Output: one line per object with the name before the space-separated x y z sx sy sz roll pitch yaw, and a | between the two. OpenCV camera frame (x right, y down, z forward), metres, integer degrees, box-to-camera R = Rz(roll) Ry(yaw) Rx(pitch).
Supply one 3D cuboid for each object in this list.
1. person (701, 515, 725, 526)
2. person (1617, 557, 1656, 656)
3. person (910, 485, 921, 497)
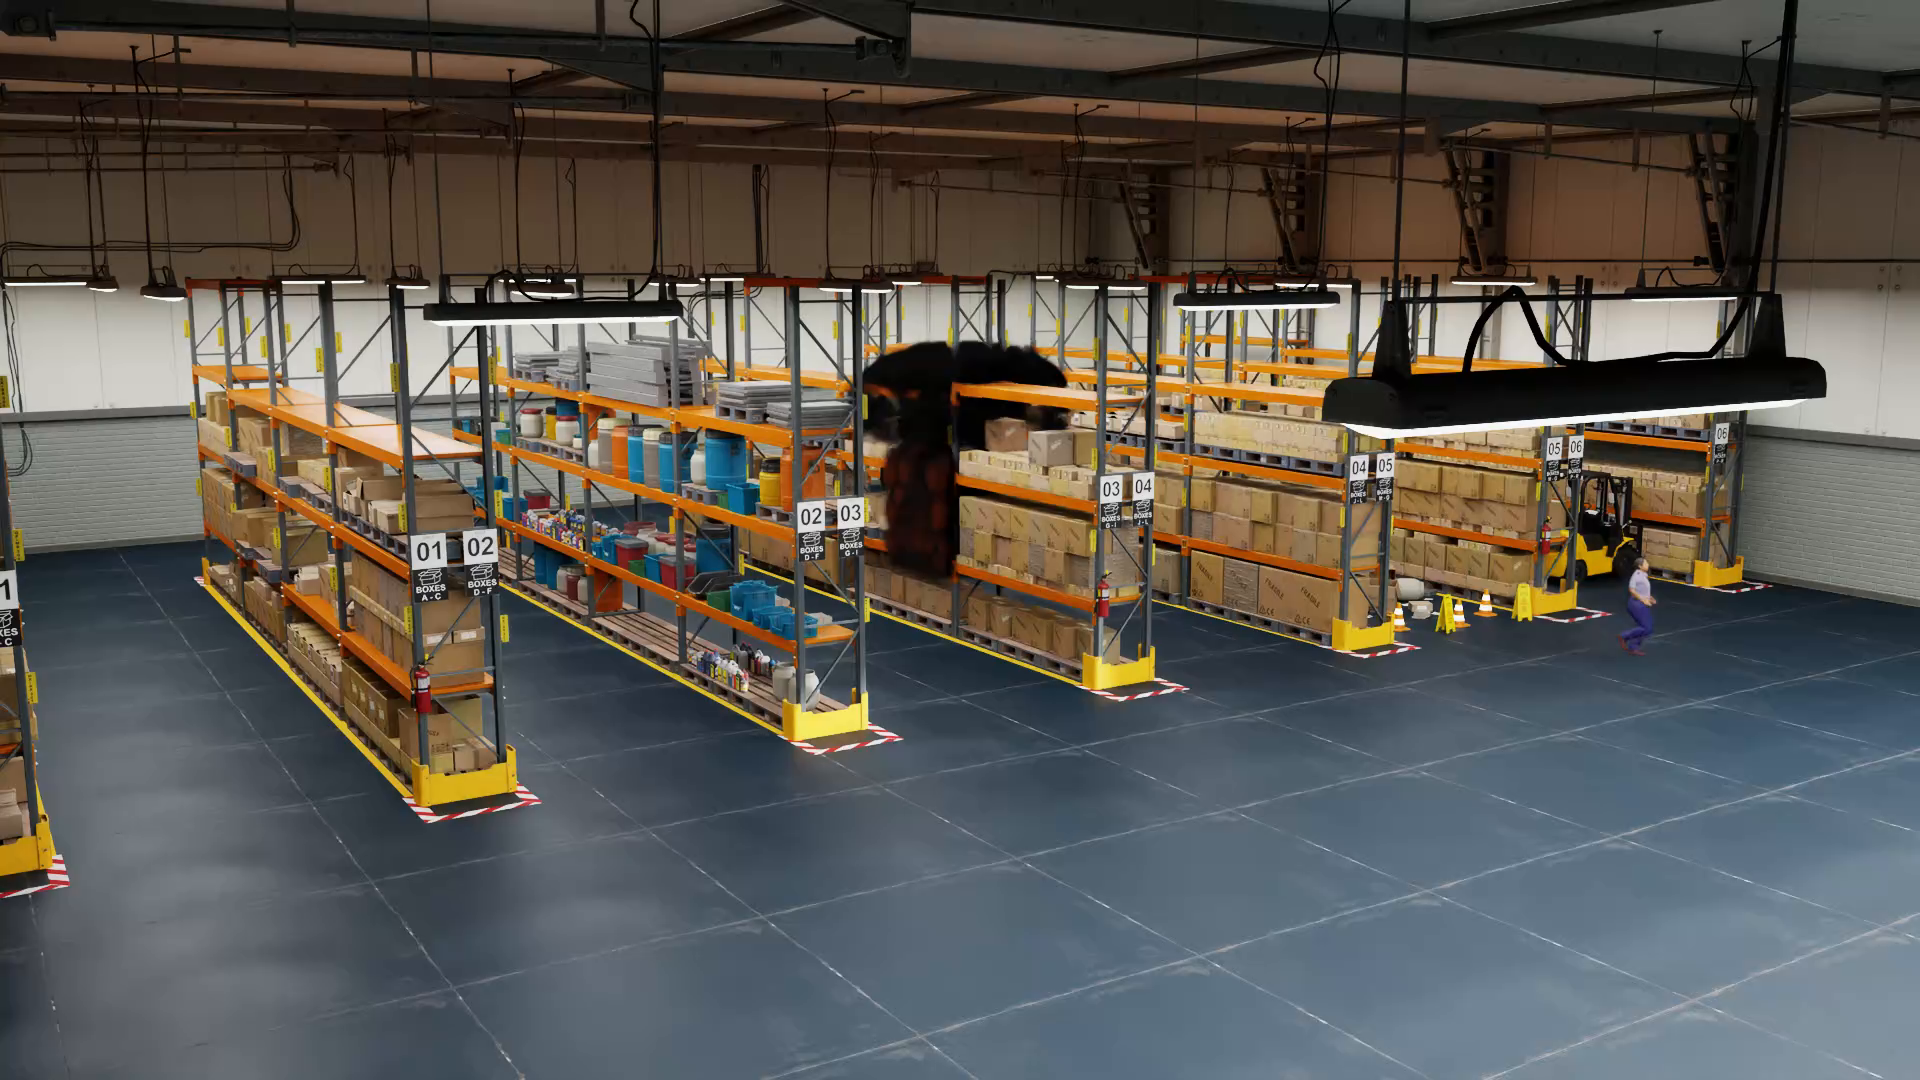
person | -4.913 -0.076 33.556 0.645 1.647 0.703 -5 11 -30
person | 10.933 1.073 26.851 0.552 1.605 0.587 4 10 21
person | -1.066 -1.763 43.179 0.777 1.747 0.650 -8 12 -39
